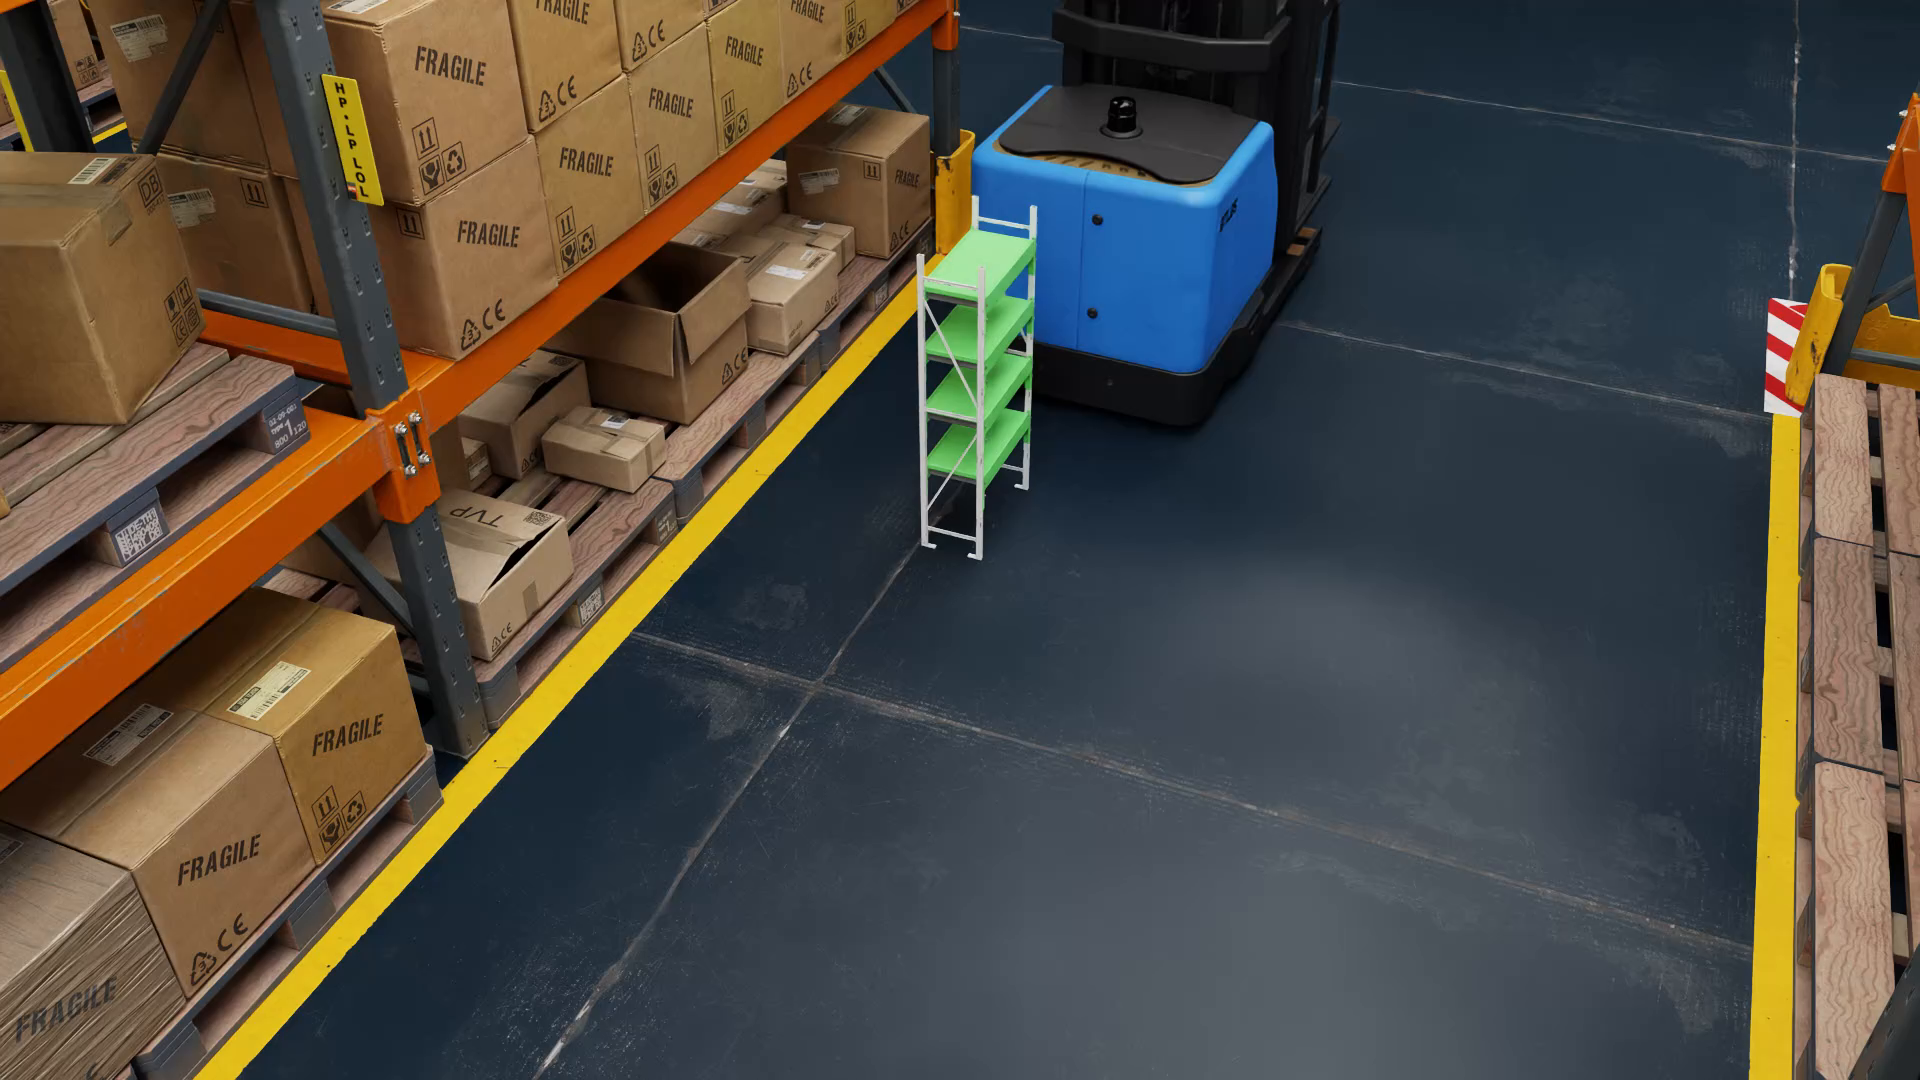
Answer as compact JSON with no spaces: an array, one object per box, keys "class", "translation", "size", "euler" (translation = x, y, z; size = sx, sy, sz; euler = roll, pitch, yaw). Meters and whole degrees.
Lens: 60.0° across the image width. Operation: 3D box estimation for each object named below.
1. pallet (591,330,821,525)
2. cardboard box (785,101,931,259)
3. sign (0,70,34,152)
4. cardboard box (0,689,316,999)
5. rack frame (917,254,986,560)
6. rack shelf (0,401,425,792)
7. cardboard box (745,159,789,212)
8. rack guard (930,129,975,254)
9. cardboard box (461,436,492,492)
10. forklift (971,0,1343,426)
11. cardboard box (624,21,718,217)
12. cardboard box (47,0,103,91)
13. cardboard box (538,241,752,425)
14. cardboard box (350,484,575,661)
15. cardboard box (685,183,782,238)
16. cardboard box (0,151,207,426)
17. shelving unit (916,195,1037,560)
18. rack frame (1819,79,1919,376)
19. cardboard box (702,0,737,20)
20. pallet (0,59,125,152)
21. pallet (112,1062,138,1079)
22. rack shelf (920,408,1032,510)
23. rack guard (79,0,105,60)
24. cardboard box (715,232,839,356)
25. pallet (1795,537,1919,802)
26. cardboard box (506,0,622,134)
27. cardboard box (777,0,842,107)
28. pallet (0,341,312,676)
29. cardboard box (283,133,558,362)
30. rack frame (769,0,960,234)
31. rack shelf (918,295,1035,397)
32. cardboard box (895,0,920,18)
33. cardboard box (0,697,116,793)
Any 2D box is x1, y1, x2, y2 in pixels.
[{"class":"pallet","translation":[-1.282,-0.582,6.853],"size":[1.003,0.211,1.213],"euler":[14,39,18]},{"class":"cardboard box","translation":[-0.464,-1.674,7.704],"size":[0.500,0.500,0.500],"euler":[14,39,18]},{"class":"sign","translation":[-2.511,-1.107,4.503],"size":[0.100,0.325,0.005],"euler":[14,39,18]},{"class":"cardboard box","translation":[-2.125,0.794,4.403],"size":[0.500,0.500,0.500],"euler":[14,39,18]},{"class":"rack frame","translation":[-0.030,-0.437,5.833],"size":[0.240,1.200,0.015],"euler":[14,39,18]},{"class":"rack shelf","translation":[-2.768,0.754,3.336],"size":[1.077,0.370,4.000],"euler":[14,39,18]},{"class":"cardboard box","translation":[-0.962,-1.737,8.082],"size":[0.380,0.149,0.250],"euler":[14,39,18]},{"class":"rack guard","translation":[-0.514,-1.813,8.257],"size":[1.175,0.500,0.348],"euler":[14,39,18]},{"class":"cardboard box","translation":[-1.965,-0.277,6.129],"size":[0.380,0.149,0.250],"euler":[14,39,18]},{"class":"forklift","translation":[1.101,-2.513,7.164],"size":[1.130,2.935,3.031],"euler":[15,39,19]},{"class":"cardboard box","translation":[-1.176,-1.462,5.617],"size":[0.500,0.500,0.500],"euler":[14,39,18]},{"class":"cardboard box","translation":[-5.241,-2.739,9.146],"size":[0.700,0.500,0.500],"euler":[14,39,18]},{"class":"cardboard box","translation":[-1.296,-0.859,6.611],"size":[0.797,0.503,0.637],"euler":[14,39,18]},{"class":"cardboard box","translation":[-1.647,0.076,5.521],"size":[0.500,0.311,0.500],"euler":[14,39,18]},{"class":"cardboard box","translation":[-1.144,-1.417,7.570],"size":[0.500,0.250,0.500],"euler":[14,39,18]},{"class":"cardboard box","translation":[-2.394,-0.638,4.164],"size":[0.700,0.500,0.500],"euler":[2,37,2]},{"class":"shelving unit","translation":[0.063,-0.572,6.013],"size":[0.258,1.200,0.503],"euler":[14,39,18]},{"class":"rack frame","translation":[4.095,-1.725,6.053],"size":[1.000,3.000,0.127],"euler":[14,39,18]},{"class":"cardboard box","translation":[-0.979,-2.135,5.682],"size":[0.500,0.500,0.500],"euler":[15,39,19]},{"class":"pallet","translation":[-5.299,-2.405,9.291],"size":[1.003,0.211,1.213],"euler":[14,39,18]},{"class":"pallet","translation":[-2.744,1.613,3.916],"size":[1.003,0.211,1.213],"euler":[14,39,18]},{"class":"rack shelf","translation":[0.063,-0.329,6.195],"size":[0.258,0.148,0.480],"euler":[14,39,18]},{"class":"rack guard","translation":[-5.058,-2.994,9.838],"size":[1.175,0.500,0.348],"euler":[14,39,18]},{"class":"cardboard box","translation":[-0.853,-1.054,7.084],"size":[0.500,0.250,0.500],"euler":[14,39,18]},{"class":"pallet","translation":[3.279,0.512,5.388],"size":[1.003,0.211,1.213],"euler":[14,39,18]},{"class":"cardboard box","translation":[-1.371,-1.564,4.919],"size":[0.500,0.500,0.500],"euler":[13,39,16]},{"class":"cardboard box","translation":[-0.792,-2.023,6.367],"size":[0.500,0.500,0.500],"euler":[14,39,18]},{"class":"pallet","translation":[-2.412,-0.147,4.101],"size":[1.003,0.211,1.213],"euler":[14,39,18]},{"class":"cardboard box","translation":[-1.561,-0.901,4.867],"size":[0.500,0.500,0.500],"euler":[15,39,19]},{"class":"rack frame","translation":[-0.485,-2.856,7.565],"size":[1.000,3.000,0.127],"euler":[14,39,18]},{"class":"rack shelf","translation":[0.063,-0.713,5.908],"size":[0.258,0.148,0.480],"euler":[14,39,18]},{"class":"cardboard box","translation":[-0.403,-2.586,7.121],"size":[0.500,0.500,0.500],"euler":[15,39,19]},{"class":"cardboard box","translation":[-2.609,0.694,4.536],"size":[0.500,0.500,0.500],"euler":[14,39,18]}]
